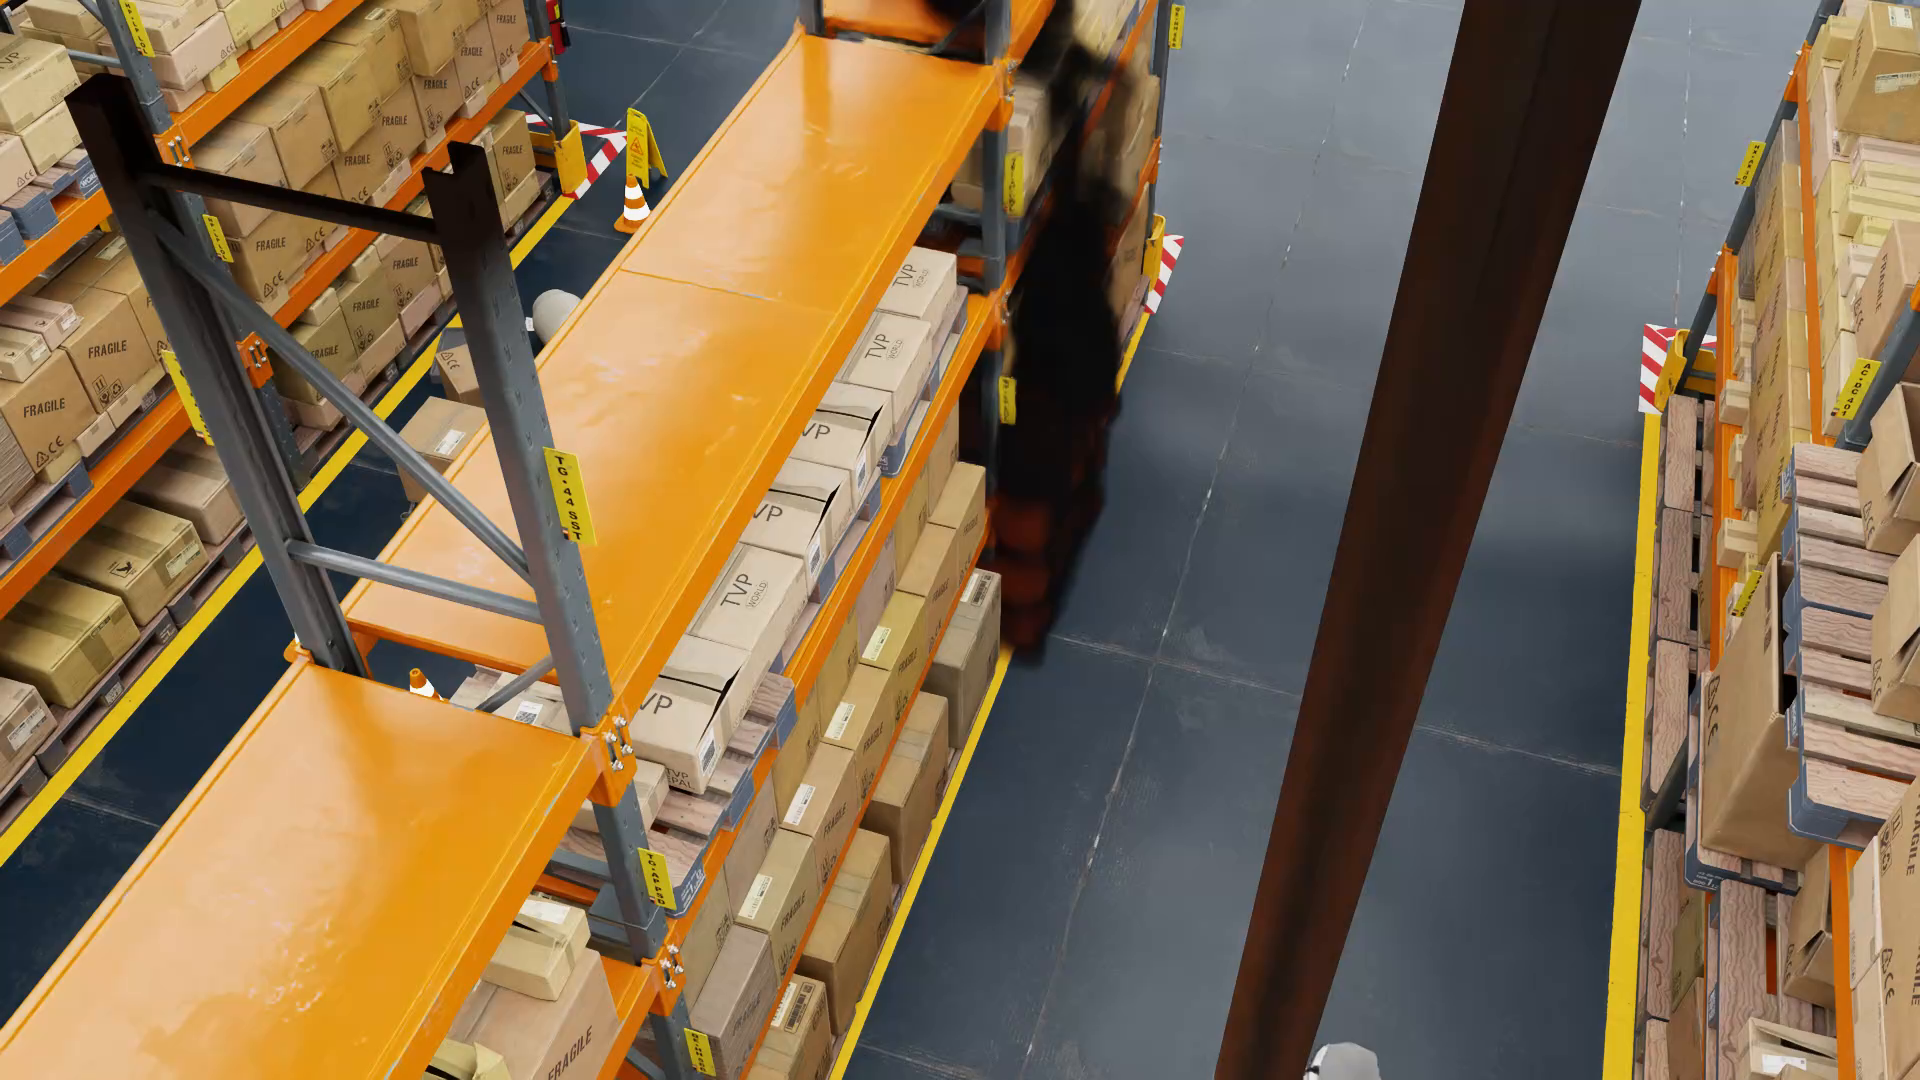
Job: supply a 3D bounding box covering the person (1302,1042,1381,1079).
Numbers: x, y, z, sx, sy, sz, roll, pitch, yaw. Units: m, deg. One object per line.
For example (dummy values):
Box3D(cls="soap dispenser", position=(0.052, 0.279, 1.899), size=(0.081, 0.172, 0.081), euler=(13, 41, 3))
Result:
Box3D(cls="person", position=(1.624, 2.650, 7.365), size=(0.582, 1.690, 0.666), euler=(5, 46, 5))
